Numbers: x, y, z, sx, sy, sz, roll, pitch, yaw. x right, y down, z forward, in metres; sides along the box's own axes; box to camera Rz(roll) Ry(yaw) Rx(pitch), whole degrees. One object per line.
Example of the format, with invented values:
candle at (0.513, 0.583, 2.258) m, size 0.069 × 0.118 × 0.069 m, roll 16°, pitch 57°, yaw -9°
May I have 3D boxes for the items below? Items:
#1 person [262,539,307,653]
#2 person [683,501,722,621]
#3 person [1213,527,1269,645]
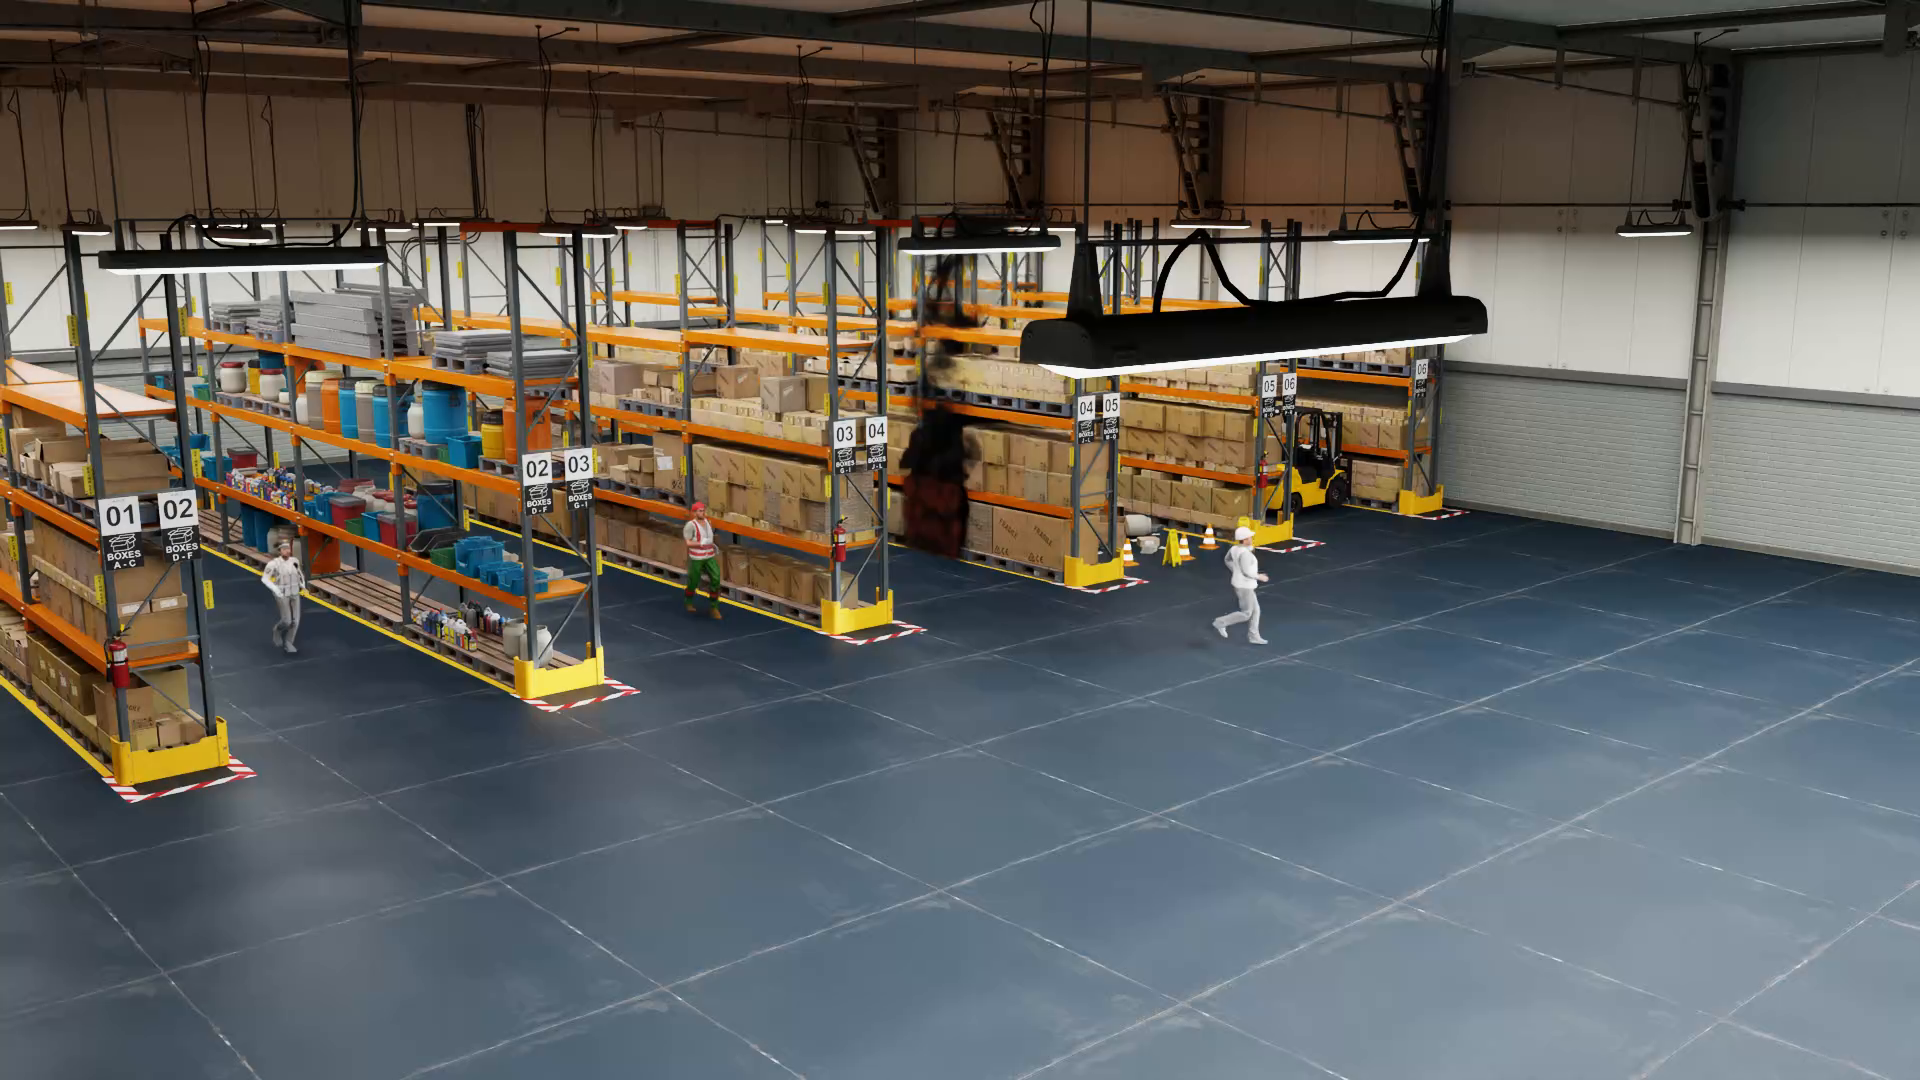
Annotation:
person at (-9.624, 0.787, 23.787) m, size 0.539 × 1.652 × 0.599 m, roll 10°, pitch 15°, yaw 40°
person at (-4.005, 0.310, 25.781) m, size 0.648 × 1.845 × 0.799 m, roll -10°, pitch 15°, yaw -40°
person at (4.094, 0.676, 24.161) m, size 0.867 × 1.770 × 0.670 m, roll -1°, pitch 11°, yaw -5°
